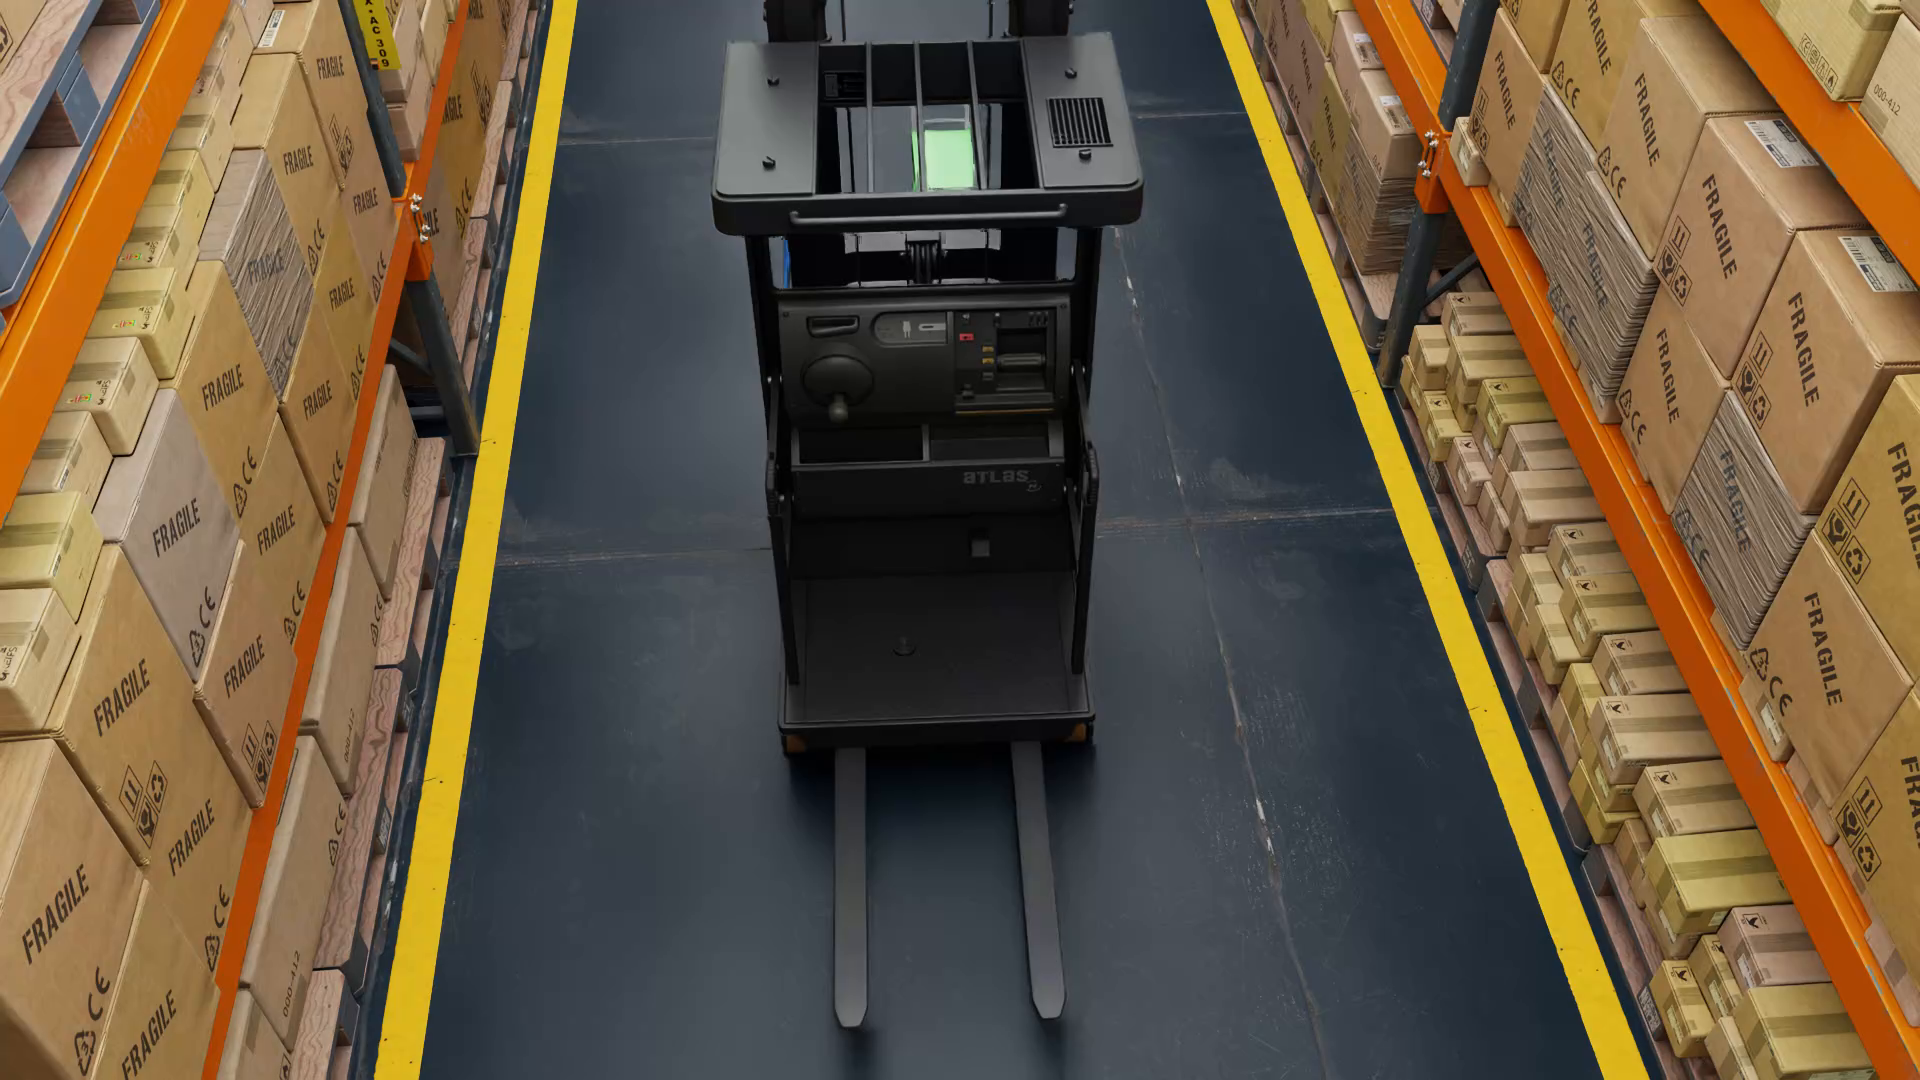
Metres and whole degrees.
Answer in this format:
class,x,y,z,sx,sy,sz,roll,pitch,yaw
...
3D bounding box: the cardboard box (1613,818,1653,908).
class,x,y,z,sx,sy,sz,roll,pitch,yaw
cardboard box,2.359,1.034,5.379,0.380,0.149,0.250,-3,47,-3

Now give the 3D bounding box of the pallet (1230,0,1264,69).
class,x,y,z,sx,sy,sz,roll,pitch,yaw
pallet,2.097,-3.143,9.582,1.003,0.211,1.213,-3,47,-3

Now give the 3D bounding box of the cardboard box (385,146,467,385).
class,x,y,z,sx,sy,sz,roll,pitch,yaw
cardboard box,-2.688,-1.257,7.049,0.875,0.875,0.875,-2,47,-2

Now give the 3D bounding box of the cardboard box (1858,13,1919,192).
class,x,y,z,sx,sy,sz,roll,pitch,yaw
cardboard box,2.323,-0.901,3.575,0.500,0.250,0.500,-2,47,-2

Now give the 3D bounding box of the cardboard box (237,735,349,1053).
class,x,y,z,sx,sy,sz,roll,pitch,yaw
cardboard box,-2.461,1.098,5.120,0.875,0.438,0.875,-2,47,-2

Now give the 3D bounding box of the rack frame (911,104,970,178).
class,x,y,z,sx,sy,sz,roll,pitch,yaw
rack frame,-0.080,-1.372,7.223,0.240,1.200,0.015,-3,46,-3

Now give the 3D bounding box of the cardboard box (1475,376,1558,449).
class,x,y,z,sx,sy,sz,roll,pitch,yaw
cardboard box,2.225,-0.498,6.420,0.380,0.149,0.250,-4,47,-4

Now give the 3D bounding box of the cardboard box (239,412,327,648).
class,x,y,z,sx,sy,sz,roll,pitch,yaw
cardboard box,-2.129,0.000,4.615,0.500,0.500,0.500,-2,47,-2

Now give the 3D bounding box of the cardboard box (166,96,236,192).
class,x,y,z,sx,sy,sz,roll,pitch,yaw
cardboard box,-2.192,-1.058,4.482,0.380,0.149,0.250,-4,47,-4

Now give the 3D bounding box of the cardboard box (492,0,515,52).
class,x,y,z,sx,sy,sz,roll,pitch,yaw
cardboard box,-2.916,-3.203,8.891,0.875,0.875,0.875,-4,47,-4

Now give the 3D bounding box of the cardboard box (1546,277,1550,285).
class,x,y,z,sx,sy,sz,roll,pitch,yaw
cardboard box,2.253,-0.893,5.703,0.380,0.149,0.250,-5,47,-5

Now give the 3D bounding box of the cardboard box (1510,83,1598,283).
class,x,y,z,sx,sy,sz,roll,pitch,yaw
cardboard box,2.207,-1.179,5.527,0.500,0.500,0.500,-3,47,-3

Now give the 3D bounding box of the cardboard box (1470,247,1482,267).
class,x,y,z,sx,sy,sz,roll,pitch,yaw
cardboard box,2.570,-1.609,7.641,0.500,0.500,0.500,-2,47,-2

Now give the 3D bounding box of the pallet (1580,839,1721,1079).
class,x,y,z,sx,sy,sz,roll,pitch,yaw
pallet,2.664,1.434,5.246,1.003,0.211,1.213,-3,47,-3

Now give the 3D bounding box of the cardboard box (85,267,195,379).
class,x,y,z,sx,sy,sz,roll,pitch,yaw
cardboard box,-2.063,-0.505,3.958,0.380,0.149,0.250,-5,47,-4

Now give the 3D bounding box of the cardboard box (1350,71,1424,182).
class,x,y,z,sx,sy,sz,roll,pitch,yaw
cardboard box,2.054,-1.840,7.343,0.500,0.250,0.500,-5,47,-4

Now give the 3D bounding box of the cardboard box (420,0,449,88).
class,x,y,z,sx,sy,sz,roll,pitch,yaw
cardboard box,-2.375,-2.057,6.735,0.500,0.250,0.500,-5,47,-4

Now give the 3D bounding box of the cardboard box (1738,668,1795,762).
class,x,y,z,sx,sy,sz,roll,pitch,yaw
cardboard box,2.330,0.442,4.438,0.380,0.149,0.250,-2,47,-2

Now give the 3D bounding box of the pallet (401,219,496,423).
class,x,y,z,sx,sy,sz,roll,pitch,yaw
pallet,-2.696,-0.995,7.547,1.003,0.211,1.213,-3,47,-3

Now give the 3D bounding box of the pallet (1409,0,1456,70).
class,x,y,z,sx,sy,sz,roll,pitch,yaw
pallet,2.449,-2.270,6.966,1.003,0.211,1.213,-3,47,-3

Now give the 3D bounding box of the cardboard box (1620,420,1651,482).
class,x,y,z,sx,sy,sz,roll,pitch,yaw
cardboard box,2.293,-0.321,5.162,0.380,0.149,0.250,-2,47,-2

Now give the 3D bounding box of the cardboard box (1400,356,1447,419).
class,x,y,z,sx,sy,sz,roll,pitch,yaw
cardboard box,2.078,-0.655,6.978,0.380,0.149,0.250,-5,47,-5

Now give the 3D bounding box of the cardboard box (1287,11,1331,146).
class,x,y,z,sx,sy,sz,roll,pitch,yaw
cardboard box,1.974,-2.321,8.315,0.500,0.500,0.500,-4,47,-4

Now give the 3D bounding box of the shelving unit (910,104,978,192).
class,x,y,z,sx,sy,sz,roll,pitch,yaw
shelving unit,-0.064,-1.197,7.054,0.258,1.200,0.503,-3,46,-3

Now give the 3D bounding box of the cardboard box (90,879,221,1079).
class,x,y,z,sx,sy,sz,roll,pitch,yaw
cardboard box,-1.975,1.095,3.578,0.500,0.500,0.500,-4,47,-4

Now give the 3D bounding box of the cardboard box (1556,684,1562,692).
class,x,y,z,sx,sy,sz,roll,pitch,yaw
cardboard box,2.326,0.467,5.916,0.380,0.149,0.250,-2,47,-2

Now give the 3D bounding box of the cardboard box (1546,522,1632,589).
class,x,y,z,sx,sy,sz,roll,pitch,yaw
cardboard box,2.314,0.071,5.881,0.380,0.149,0.250,-5,47,-5

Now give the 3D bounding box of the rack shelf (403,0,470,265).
class,x,y,z,sx,sy,sz,roll,pitch,yaw
rack shelf,-2.724,-2.599,7.641,1.077,0.370,4.000,-3,47,-3

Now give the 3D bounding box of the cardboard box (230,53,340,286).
class,x,y,z,sx,sy,sz,roll,pitch,yaw
cardboard box,-2.207,-1.086,4.955,0.500,0.500,0.500,-4,47,-4

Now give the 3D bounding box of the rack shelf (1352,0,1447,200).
class,x,y,z,sx,sy,sz,roll,pitch,yaw
rack shelf,2.201,-2.973,7.995,1.077,0.370,4.000,-3,47,-3

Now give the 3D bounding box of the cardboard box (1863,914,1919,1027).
class,x,y,z,sx,sy,sz,roll,pitch,yaw
cardboard box,2.394,0.988,3.921,0.380,0.149,0.250,-3,47,-3

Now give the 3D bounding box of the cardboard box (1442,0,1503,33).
class,x,y,z,sx,sy,sz,roll,pitch,yaw
cardboard box,2.138,-2.107,6.563,0.380,0.149,0.250,-4,47,-4

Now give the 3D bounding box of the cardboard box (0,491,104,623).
class,x,y,z,sx,sy,sz,roll,pitch,yaw
cardboard box,-2.016,0.050,3.433,0.380,0.149,0.250,-5,47,-5

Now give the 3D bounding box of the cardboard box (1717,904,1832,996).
class,x,y,z,sx,sy,sz,roll,pitch,yaw
cardboard box,2.442,1.199,4.813,0.380,0.149,0.250,-3,47,-3

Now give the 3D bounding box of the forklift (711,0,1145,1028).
class,x,y,z,sx,sy,sz,roll,pitch,yaw
forklift,-0.098,-0.485,5.191,1.130,2.935,3.031,-2,47,-2

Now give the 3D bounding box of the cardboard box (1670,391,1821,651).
class,x,y,z,sx,sy,sz,roll,pitch,yaw
cardboard box,2.319,-0.065,4.472,0.500,0.500,0.500,-3,47,-3

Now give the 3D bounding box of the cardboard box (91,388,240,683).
class,x,y,z,sx,sy,sz,roll,pitch,yaw
cardboard box,-2.079,0.006,3.921,0.500,0.500,0.500,-4,47,-4

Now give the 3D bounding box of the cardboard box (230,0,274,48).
class,x,y,z,sx,sy,sz,roll,pitch,yaw
cardboard box,-2.299,-1.600,4.995,0.380,0.149,0.250,-2,47,-2

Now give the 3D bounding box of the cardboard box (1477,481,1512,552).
class,x,y,z,sx,sy,sz,roll,pitch,yaw
cardboard box,2.244,-0.105,6.458,0.380,0.149,0.250,-4,47,-4

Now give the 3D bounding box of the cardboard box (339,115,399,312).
class,x,y,z,sx,sy,sz,roll,pitch,yaw
cardboard box,-2.263,-1.114,5.670,0.500,0.500,0.500,-3,47,-3

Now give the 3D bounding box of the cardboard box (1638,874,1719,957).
class,x,y,z,sx,sy,sz,roll,pitch,yaw
cardboard box,2.329,1.114,5.099,0.380,0.149,0.250,-5,47,-5

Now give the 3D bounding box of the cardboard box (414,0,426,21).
class,x,y,z,sx,sy,sz,roll,pitch,yaw
cardboard box,-2.384,-2.231,6.556,0.500,0.250,0.500,-3,47,-3

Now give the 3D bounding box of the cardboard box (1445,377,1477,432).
class,x,y,z,sx,sy,sz,roll,pitch,yaw
cardboard box,2.190,-0.581,6.703,0.380,0.149,0.250,-3,47,-3

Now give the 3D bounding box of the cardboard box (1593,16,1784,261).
class,x,y,z,sx,sy,sz,roll,pitch,yaw
cardboard box,2.233,-1.172,4.832,0.500,0.500,0.500,-3,47,-3

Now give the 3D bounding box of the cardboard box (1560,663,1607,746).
class,x,y,z,sx,sy,sz,roll,pitch,yaw
cardboard box,2.270,0.553,5.630,0.380,0.149,0.250,-1,47,-1

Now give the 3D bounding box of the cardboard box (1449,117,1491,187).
class,x,y,z,sx,sy,sz,roll,pitch,yaw
cardboard box,2.066,-1.462,6.242,0.380,0.149,0.250,-2,47,-2

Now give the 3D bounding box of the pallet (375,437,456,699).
class,x,y,z,sx,sy,sz,roll,pitch,yaw
pallet,-2.570,0.114,6.497,1.003,0.211,1.213,-3,47,-3

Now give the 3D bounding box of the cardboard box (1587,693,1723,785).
class,x,y,z,sx,sy,sz,roll,pitch,yaw
cardboard box,2.257,0.637,5.345,0.380,0.149,0.250,-2,47,-2

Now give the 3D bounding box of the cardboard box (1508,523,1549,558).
class,x,y,z,sx,sy,sz,roll,pitch,yaw
cardboard box,2.266,-0.011,6.164,0.380,0.149,0.250,-2,47,-1

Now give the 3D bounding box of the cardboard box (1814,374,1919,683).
class,x,y,z,sx,sy,sz,roll,pitch,yaw
cardboard box,2.374,-0.043,3.762,0.500,0.500,0.500,-5,47,-5
